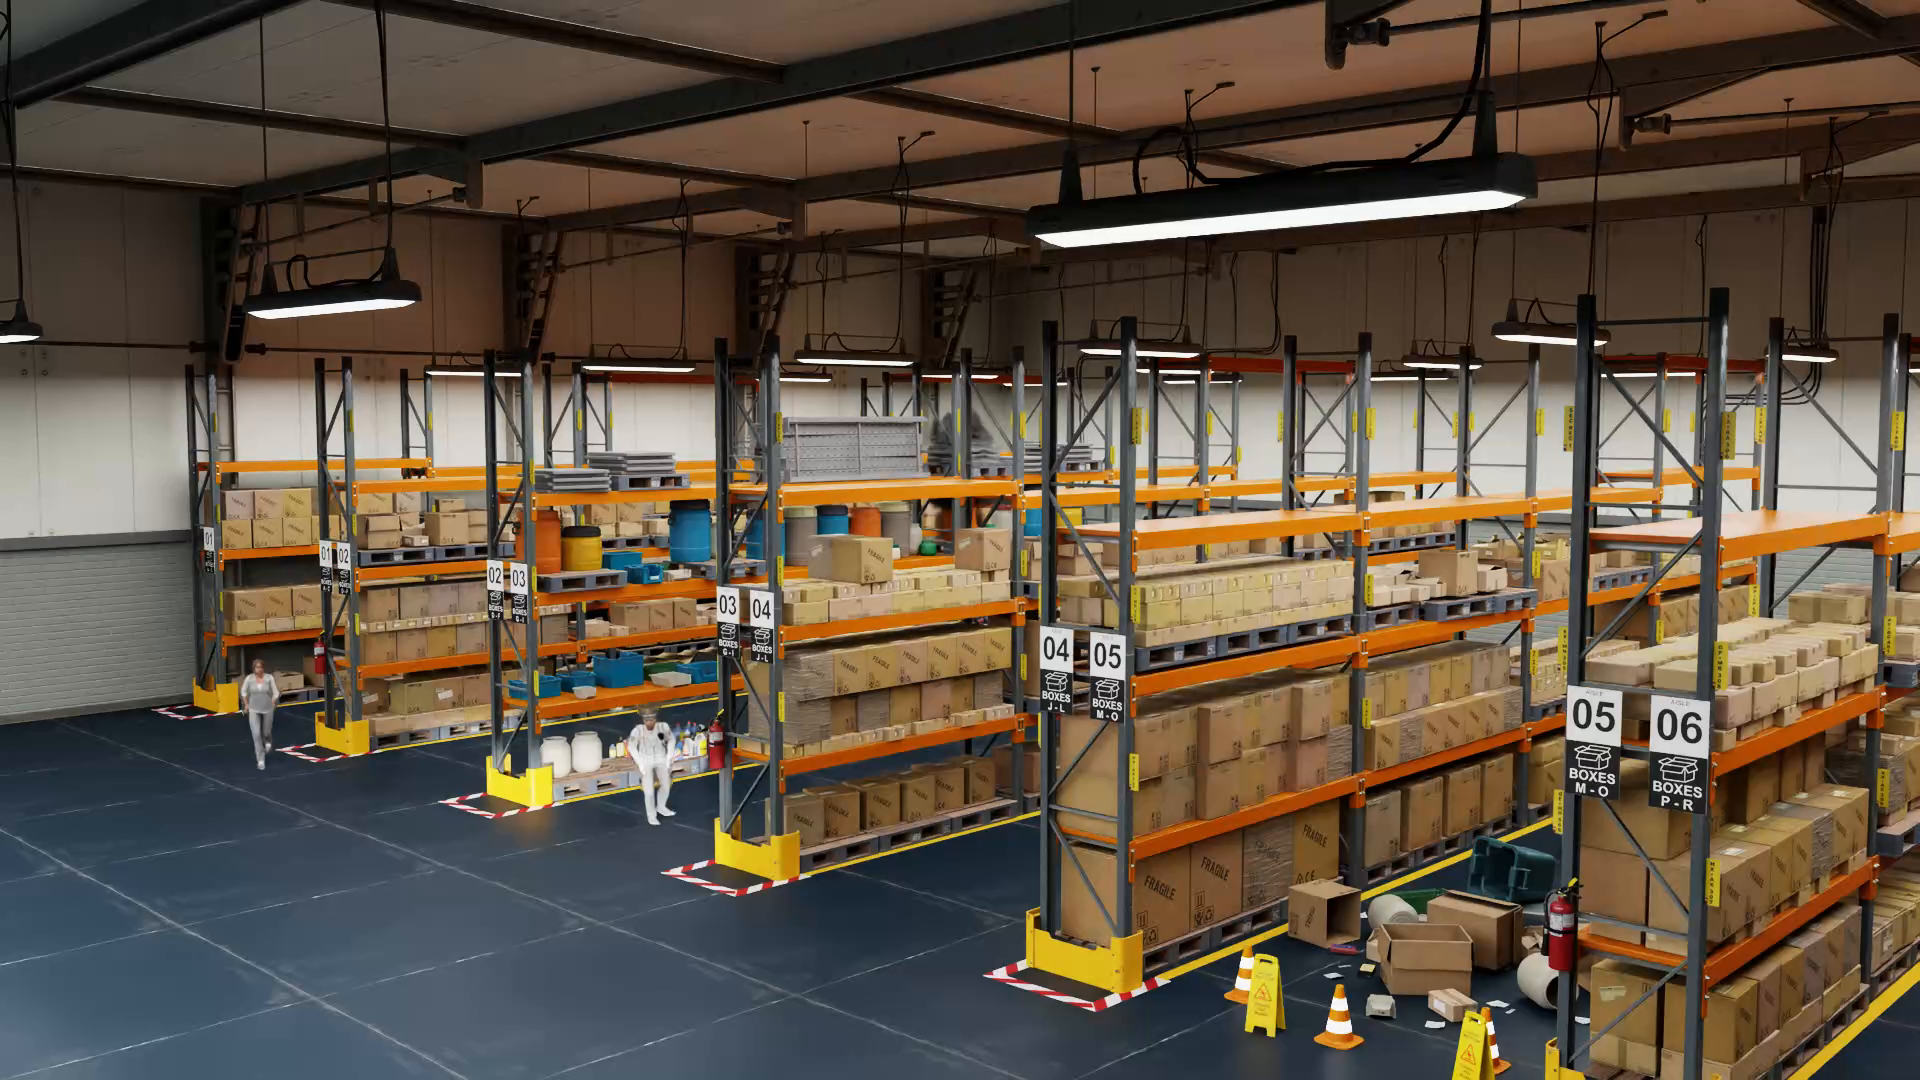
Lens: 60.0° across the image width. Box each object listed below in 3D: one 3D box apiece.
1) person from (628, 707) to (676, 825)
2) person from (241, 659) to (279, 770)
[{"bbox_3d":[-3.861,2.810,20.904,0.640,1.529,0.806,-2,5,-23],"label":"person"},{"bbox_3d":[-10.268,2.522,24.407,0.522,1.593,0.800,-2,5,-21],"label":"person"}]
